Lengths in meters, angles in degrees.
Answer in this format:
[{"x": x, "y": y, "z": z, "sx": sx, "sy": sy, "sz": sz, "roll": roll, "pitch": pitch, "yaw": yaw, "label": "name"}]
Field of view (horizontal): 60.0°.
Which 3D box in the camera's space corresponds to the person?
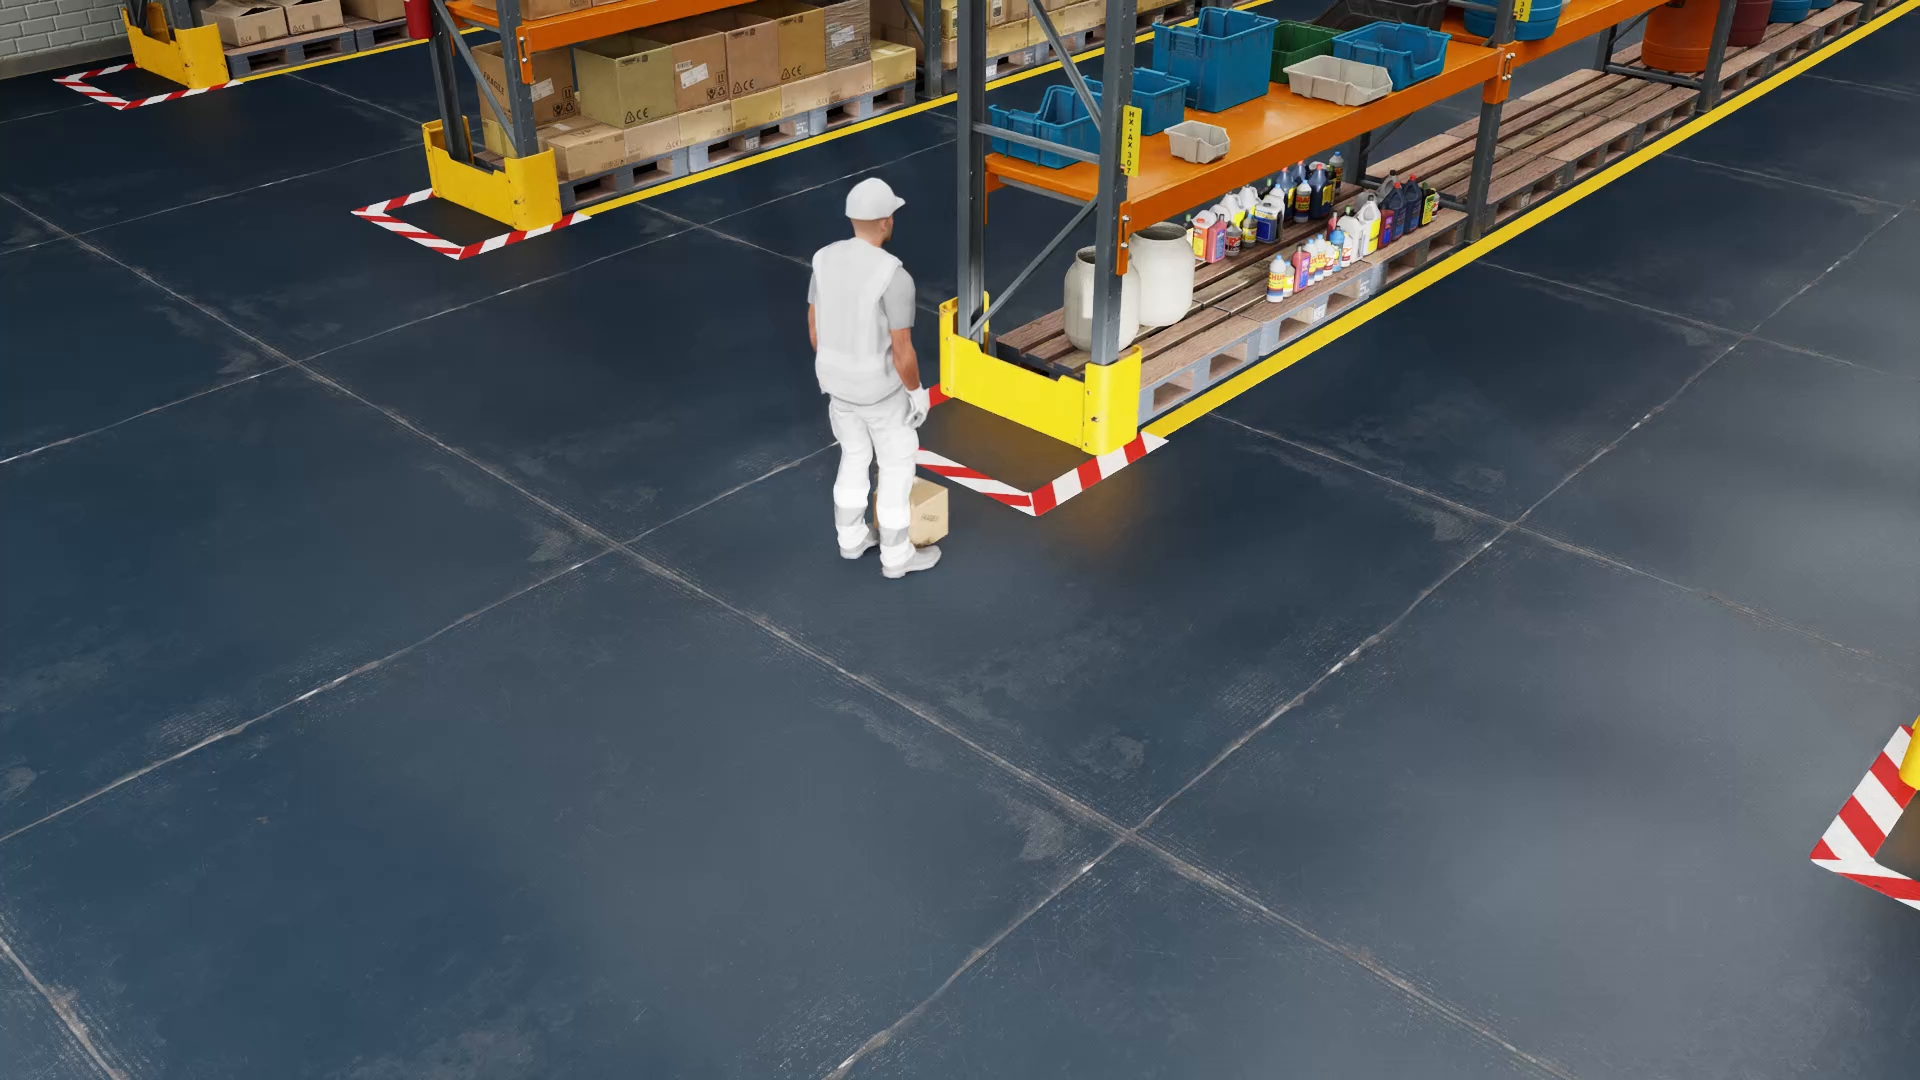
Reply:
[{"x": -0.386, "y": -0.692, "z": 7.271, "sx": 0.607, "sy": 1.777, "sz": 0.454, "roll": 23, "pitch": 38, "yaw": 33, "label": "person"}]
